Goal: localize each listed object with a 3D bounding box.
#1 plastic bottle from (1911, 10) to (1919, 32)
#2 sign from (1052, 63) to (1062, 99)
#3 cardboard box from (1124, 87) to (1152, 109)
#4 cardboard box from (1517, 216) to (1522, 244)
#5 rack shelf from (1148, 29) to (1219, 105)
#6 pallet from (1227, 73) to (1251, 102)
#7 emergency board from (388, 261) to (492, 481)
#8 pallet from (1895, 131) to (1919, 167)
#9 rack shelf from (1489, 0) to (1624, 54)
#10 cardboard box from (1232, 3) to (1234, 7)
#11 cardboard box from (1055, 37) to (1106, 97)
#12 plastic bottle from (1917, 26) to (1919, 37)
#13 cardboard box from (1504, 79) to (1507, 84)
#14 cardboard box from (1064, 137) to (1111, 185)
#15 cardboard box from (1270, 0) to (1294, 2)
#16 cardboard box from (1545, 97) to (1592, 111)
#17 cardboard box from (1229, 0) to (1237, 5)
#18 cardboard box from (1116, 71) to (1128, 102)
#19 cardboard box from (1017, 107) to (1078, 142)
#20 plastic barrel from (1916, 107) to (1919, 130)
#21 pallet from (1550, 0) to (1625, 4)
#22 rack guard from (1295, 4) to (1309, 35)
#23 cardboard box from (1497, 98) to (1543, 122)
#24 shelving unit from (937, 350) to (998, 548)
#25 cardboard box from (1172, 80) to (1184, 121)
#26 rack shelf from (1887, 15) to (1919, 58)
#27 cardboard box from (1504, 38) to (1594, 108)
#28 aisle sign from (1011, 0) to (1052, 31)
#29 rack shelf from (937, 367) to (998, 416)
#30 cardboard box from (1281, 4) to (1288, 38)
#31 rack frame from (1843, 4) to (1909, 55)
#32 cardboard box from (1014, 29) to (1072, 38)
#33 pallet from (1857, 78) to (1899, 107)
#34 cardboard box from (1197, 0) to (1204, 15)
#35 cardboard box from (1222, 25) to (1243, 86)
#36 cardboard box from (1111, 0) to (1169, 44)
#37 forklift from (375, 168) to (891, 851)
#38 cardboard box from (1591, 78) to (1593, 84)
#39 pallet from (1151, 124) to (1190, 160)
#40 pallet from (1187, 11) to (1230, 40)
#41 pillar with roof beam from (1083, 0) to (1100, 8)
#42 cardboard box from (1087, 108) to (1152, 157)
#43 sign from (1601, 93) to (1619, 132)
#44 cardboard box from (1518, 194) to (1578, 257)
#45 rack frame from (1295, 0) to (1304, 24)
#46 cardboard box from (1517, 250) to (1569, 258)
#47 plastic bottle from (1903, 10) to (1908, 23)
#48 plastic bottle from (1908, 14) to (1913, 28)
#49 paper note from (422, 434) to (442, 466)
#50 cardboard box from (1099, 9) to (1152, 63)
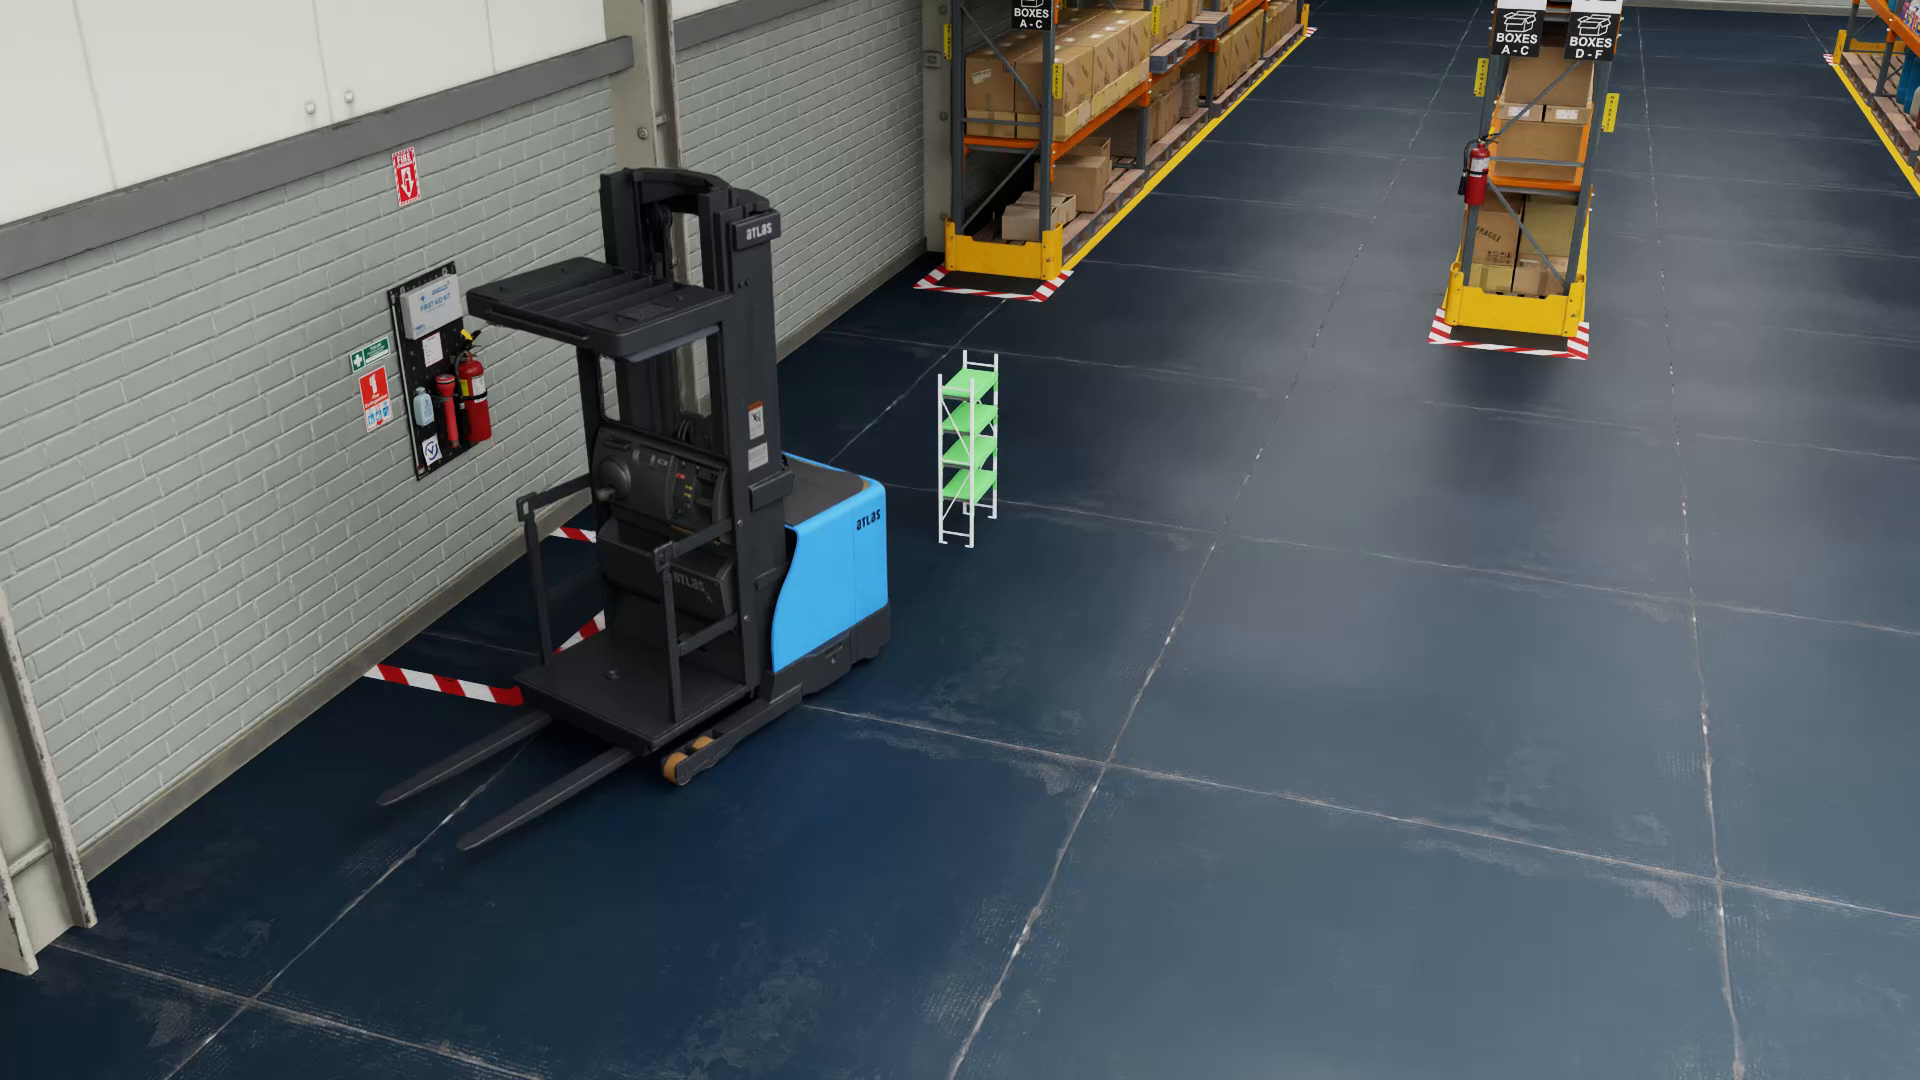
[{"bbox_3d":[12.925,-6.983,22.372,0.152,0.276,0.135,9,27,17],"label":"plastic bottle"},{"bbox_3d":[0.922,-4.370,15.841,0.100,0.325,0.005,9,27,17],"label":"sign"},{"bbox_3d":[2.114,-5.600,20.877,0.500,0.250,0.500,8,27,16],"label":"cardboard box"},{"bbox_3d":[5.471,-3.175,17.039,0.500,0.250,0.500,9,27,17],"label":"cardboard box"},{"bbox_3d":[2.407,-6.201,21.441,1.077,0.370,4.000,9,27,17],"label":"rack shelf"},{"bbox_3d":[3.814,-6.904,25.268,1.003,0.211,1.213,9,27,17],"label":"pallet"},{"bbox_3d":[-3.027,-0.997,9.866,0.194,1.169,0.643,9,27,17],"label":"emergency board"},{"bbox_3d":[12.638,-4.985,21.304,1.003,0.211,1.213,9,27,17],"label":"pallet"},{"bbox_3d":[5.749,-5.191,15.912,1.077,0.370,4.000,9,27,17],"label":"rack shelf"},{"bbox_3d":[3.803,-7.877,24.343,0.380,0.149,0.250,9,27,18],"label":"cardboard box"},{"bbox_3d":[1.205,-4.904,17.225,0.500,0.500,0.500,8,27,16],"label":"cardboard box"},{"bbox_3d":[12.751,-6.801,22.003,0.097,0.271,0.097,0,26,0],"label":"plastic bottle"},{"bbox_3d":[5.374,-4.288,15.805,0.380,0.149,0.250,10,27,19],"label":"cardboard box"},{"bbox_3d":[1.434,-4.344,19.143,0.500,0.500,0.500,7,27,14],"label":"cardboard box"},{"bbox_3d":[5.641,-9.504,29.079,0.380,0.149,0.250,9,27,19],"label":"cardboard box"},{"bbox_3d":[5.502,-3.918,15.041,0.380,0.149,0.250,8,27,16],"label":"cardboard box"},{"bbox_3d":[3.659,-7.911,23.668,0.500,0.500,0.500,10,27,19],"label":"cardboard box"},{"bbox_3d":[1.543,-4.993,18.270,0.500,0.250,0.500,9,27,17],"label":"cardboard box"},{"bbox_3d":[0.872,-4.155,16.539,0.500,0.250,0.500,8,27,16],"label":"cardboard box"},{"bbox_3d":[12.938,-5.681,21.827,0.600,0.588,0.708,9,27,17],"label":"plastic barrel"},{"bbox_3d":[5.343,-4.939,14.669,1.003,0.211,1.213,9,27,17],"label":"pallet"},{"bbox_3d":[5.743,-9.519,30.337,1.175,0.500,0.348,9,27,17],"label":"rack guard"},{"bbox_3d":[5.031,-3.864,14.929,0.380,0.149,0.250,8,27,17],"label":"cardboard box"},{"bbox_3d":[0.055,-0.608,11.129,0.258,1.200,0.503,9,27,17],"label":"shelving unit"},{"bbox_3d":[2.601,-5.921,22.401,0.700,0.500,0.500,9,27,17],"label":"cardboard box"},{"bbox_3d":[13.081,-6.408,21.869,1.077,0.370,4.000,9,27,17],"label":"rack shelf"},{"bbox_3d":[5.268,-4.183,14.844,0.700,0.500,0.500,9,27,18],"label":"cardboard box"},{"bbox_3d":[0.669,-5.156,15.474,0.394,0.787,0.004,9,27,17],"label":"aisle sign"},{"bbox_3d":[0.055,-0.983,10.948,0.258,0.148,0.480,9,27,17],"label":"rack shelf"},{"bbox_3d":[5.263,-8.984,28.749,0.700,0.500,0.500,8,27,16],"label":"cardboard box"},{"bbox_3d":[15.077,-9.198,26.804,1.000,3.000,0.127,9,27,17],"label":"rack frame"},{"bbox_3d":[0.879,-5.188,17.812,0.500,0.500,0.500,9,27,18],"label":"cardboard box"},{"bbox_3d":[13.954,-6.607,24.653,1.003,0.211,1.213,9,27,17],"label":"pallet"},{"bbox_3d":[2.926,-7.395,22.462,0.700,0.500,0.500,6,26,11],"label":"cardboard box"},{"bbox_3d":[3.739,-7.210,24.685,0.750,0.750,0.750,9,27,17],"label":"cardboard box"},{"bbox_3d":[2.136,-6.379,20.363,0.700,0.500,0.500,12,28,23],"label":"cardboard box"},{"bbox_3d":[-1.688,-0.289,8.483,1.130,2.935,3.031,18,31,32],"label":"forklift"},{"bbox_3d":[5.843,-4.339,15.910,0.380,0.149,0.250,8,27,17],"label":"cardboard box"},{"bbox_3d":[2.404,-5.271,21.895,1.003,0.211,1.213,9,27,17],"label":"pallet"},{"bbox_3d":[2.936,-6.952,22.387,1.213,0.211,1.003,9,27,17],"label":"pallet"},{"bbox_3d":[5.884,-9.014,19.541,9.100,9.000,0.400,9,27,17],"label":"pillar with roof beam"},{"bbox_3d":[1.971,-5.081,20.665,0.700,0.500,0.500,10,27,19],"label":"cardboard box"},{"bbox_3d":[5.605,-3.685,14.334,0.100,0.325,0.005,9,27,17],"label":"sign"},{"bbox_3d":[5.636,-3.025,15.869,0.500,0.500,0.500,9,27,17],"label":"cardboard box"},{"bbox_3d":[5.735,-10.634,29.772,1.000,3.000,0.127,9,27,17],"label":"rack frame"},{"bbox_3d":[5.634,-2.688,16.033,0.500,0.250,0.500,9,27,17],"label":"cardboard box"},{"bbox_3d":[13.156,-7.271,23.053,0.097,0.201,0.097,0,26,0],"label":"plastic bottle"},{"bbox_3d":[13.014,-7.095,22.691,0.097,0.201,0.097,0,26,0],"label":"plastic bottle"},{"bbox_3d":[-3.151,-0.537,9.929,0.016,0.148,0.142,9,27,17],"label":"paper note"},{"bbox_3d":[1.876,-5.743,18.958,0.500,0.500,0.500,9,27,17],"label":"cardboard box"}]
